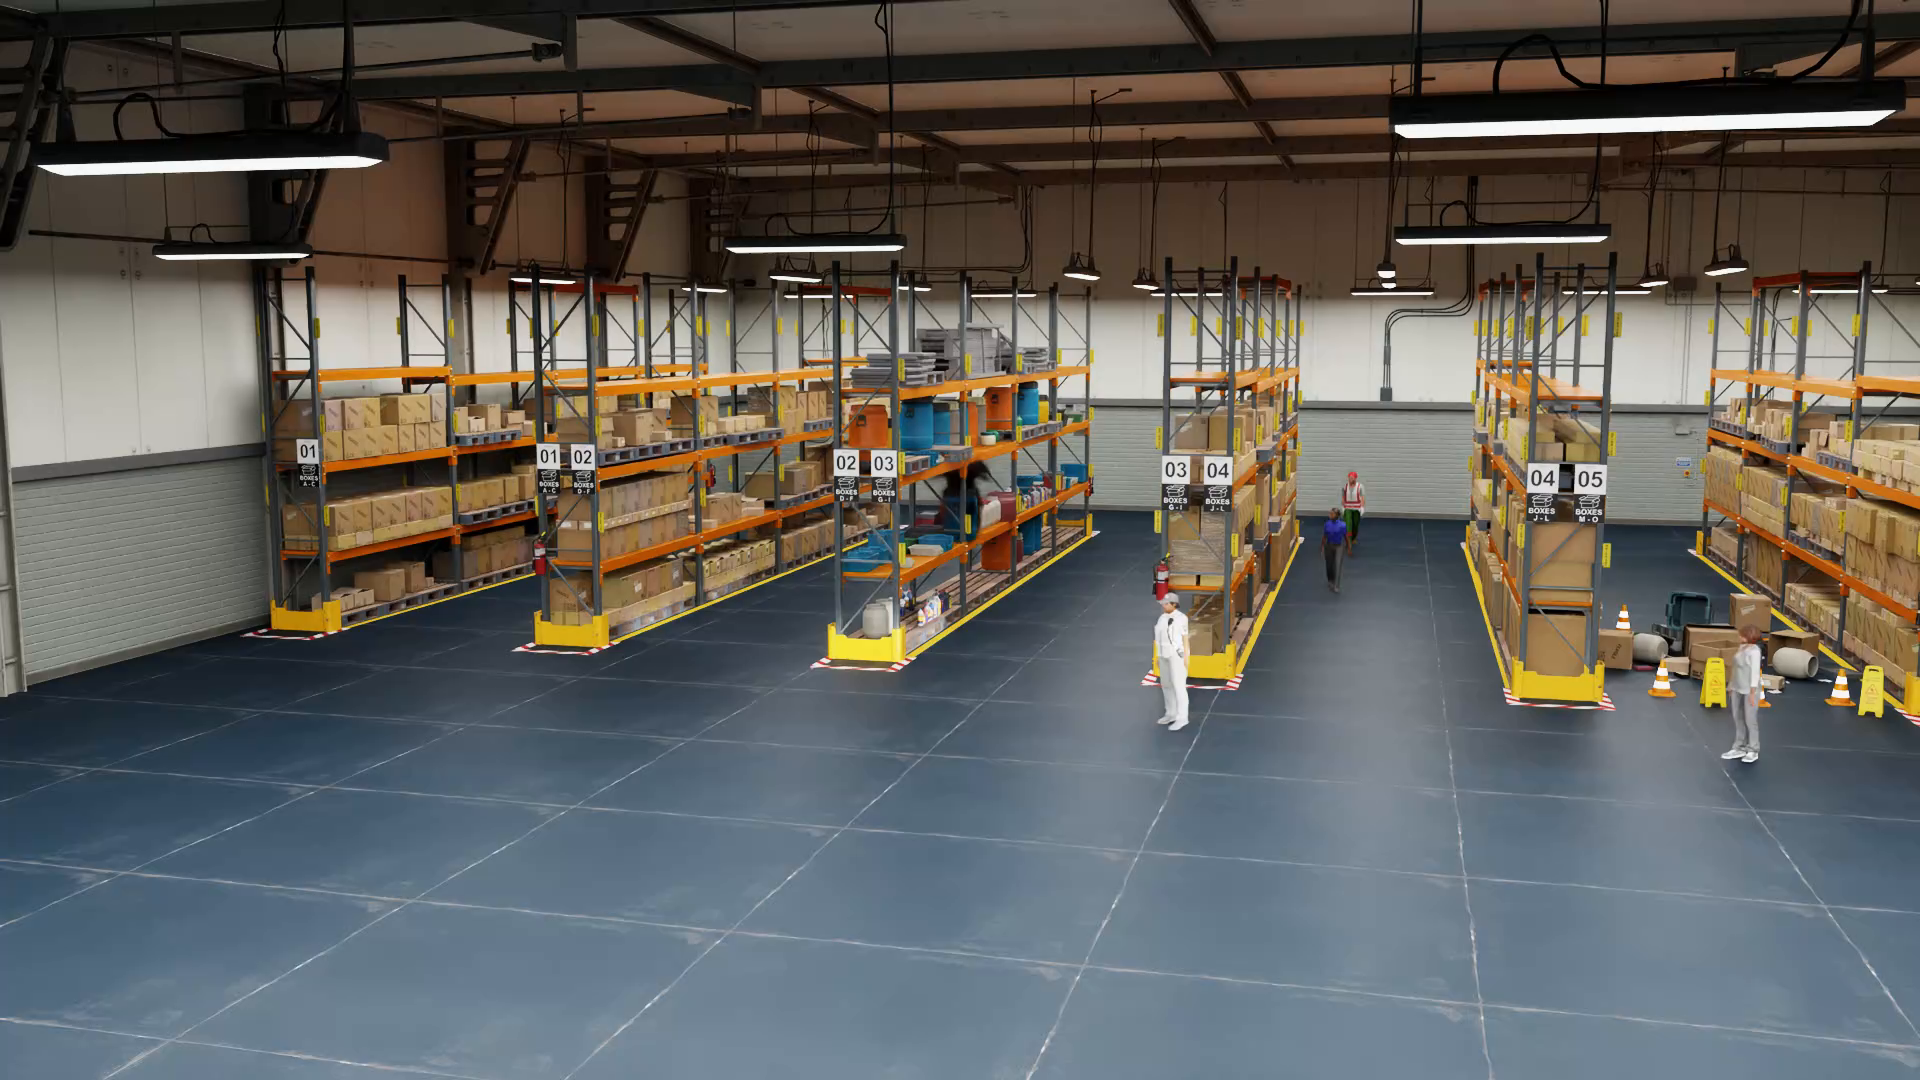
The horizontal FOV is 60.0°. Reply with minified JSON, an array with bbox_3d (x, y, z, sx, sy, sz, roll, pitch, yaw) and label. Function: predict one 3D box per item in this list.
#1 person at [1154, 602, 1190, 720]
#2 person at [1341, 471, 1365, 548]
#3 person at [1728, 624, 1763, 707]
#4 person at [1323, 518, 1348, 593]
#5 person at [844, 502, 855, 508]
[{"bbox_3d":[2.708,1.482,21.107,0.380,1.591,0.582,-5,9,-32],"label":"person"},{"bbox_3d":[8.987,-0.702,38.034,0.524,1.735,1.051,2,7,12],"label":"person"},{"bbox_3d":[9.107,1.435,19.269,0.323,0.935,0.487,-2,7,-14],"label":"person"},{"bbox_3d":[7.170,0.275,31.785,0.463,1.422,0.926,2,8,17],"label":"person"},{"bbox_3d":[-2.793,-1.264,42.974,0.490,1.695,0.502,4,8,31],"label":"person"}]
